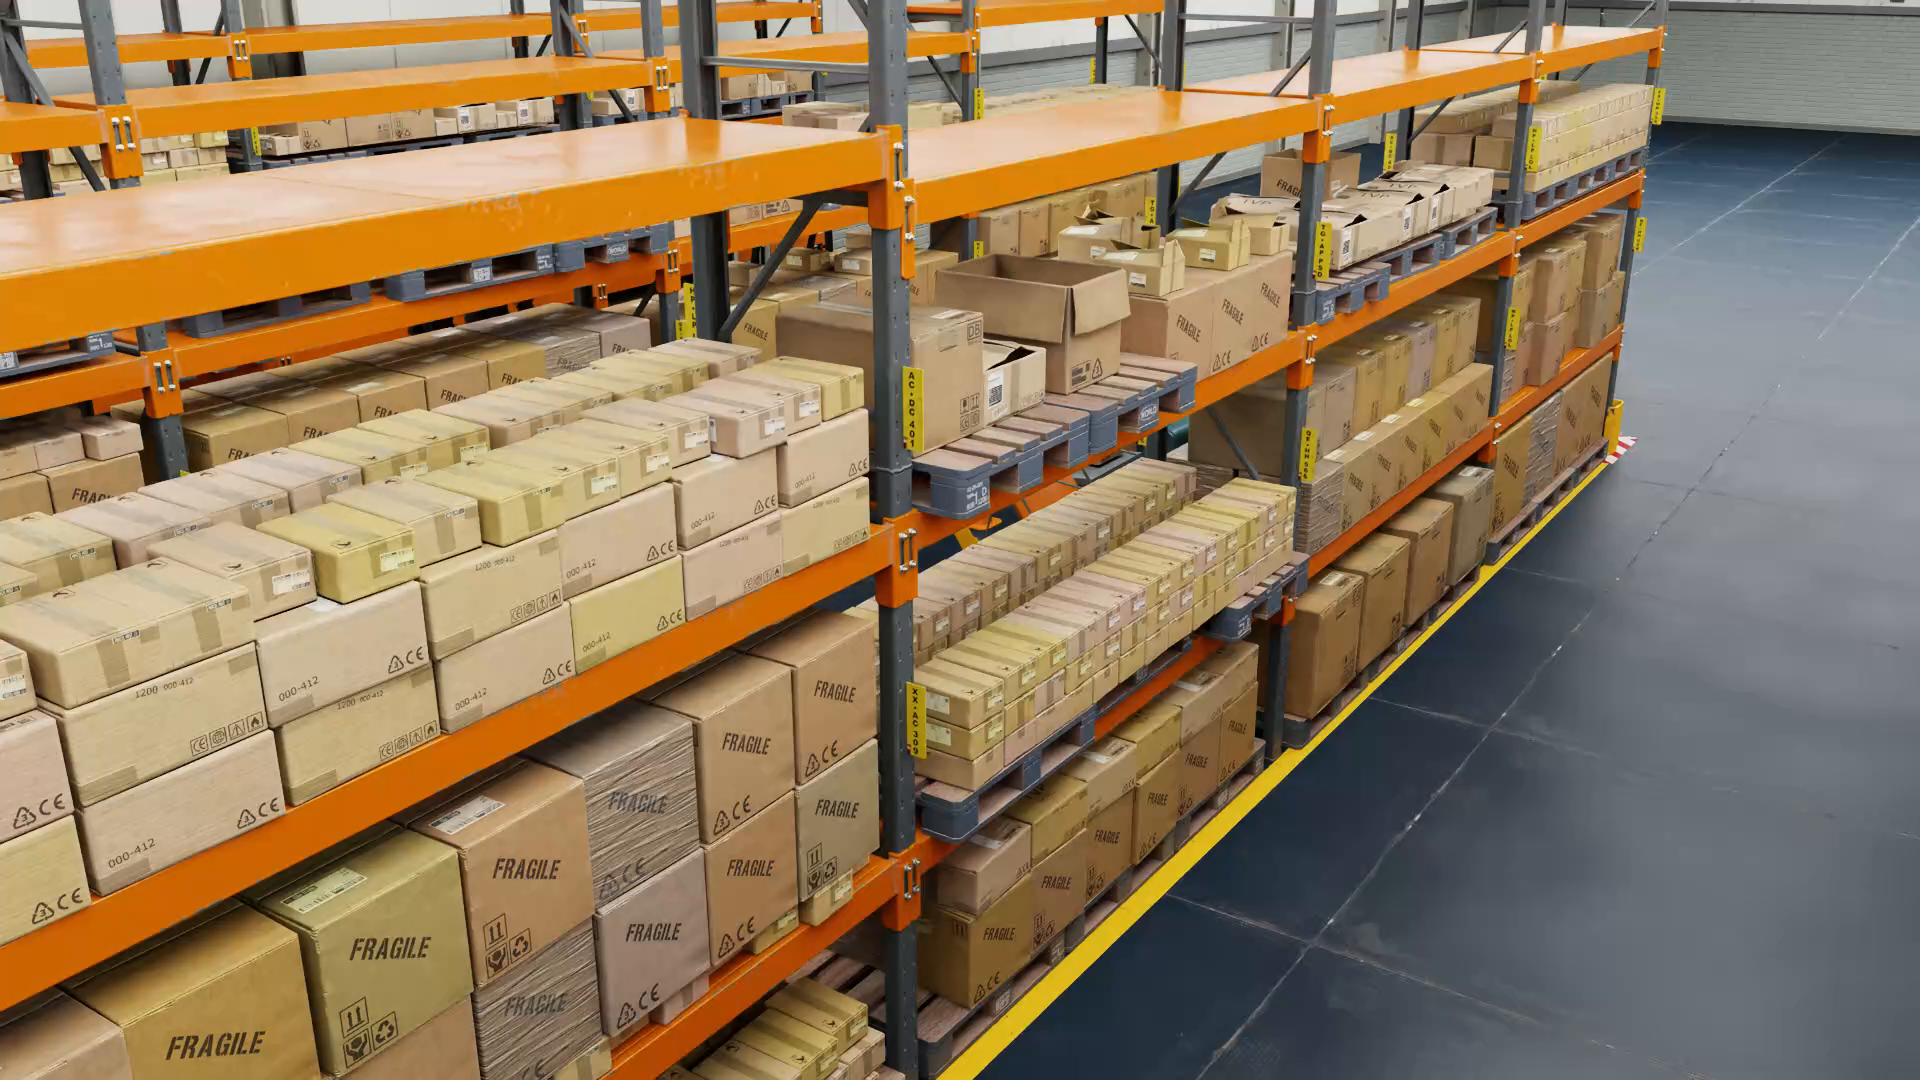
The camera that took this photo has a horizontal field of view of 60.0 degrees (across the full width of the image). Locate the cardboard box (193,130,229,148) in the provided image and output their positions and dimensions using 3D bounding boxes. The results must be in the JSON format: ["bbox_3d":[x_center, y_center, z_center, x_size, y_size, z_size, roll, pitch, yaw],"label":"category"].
[{"bbox_3d":[-6.593,-3.513,14.475,0.380,0.149,0.250,14,25,34],"label":"cardboard box"}]

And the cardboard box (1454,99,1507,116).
[{"bbox_3d":[4.373,-3.616,14.003,0.380,0.149,0.250,13,24,32],"label":"cardboard box"}]

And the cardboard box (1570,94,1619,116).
[{"bbox_3d":[5.487,-3.778,14.441,0.380,0.149,0.250,13,24,31],"label":"cardboard box"}]

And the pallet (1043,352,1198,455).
[{"bbox_3d":[0.381,-0.729,8.005,1.213,0.211,1.003,13,24,32],"label":"pallet"}]

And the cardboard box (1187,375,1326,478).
[{"bbox_3d":[1.874,-0.746,10.519,0.700,0.500,0.500,13,24,32],"label":"cardboard box"}]

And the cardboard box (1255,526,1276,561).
[{"bbox_3d":[1.564,-0.014,9.455,0.380,0.149,0.250,14,25,34],"label":"cardboard box"}]

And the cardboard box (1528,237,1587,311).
[{"bbox_3d":[5.020,-2.389,14.774,0.875,0.550,0.500,13,24,32],"label":"cardboard box"}]

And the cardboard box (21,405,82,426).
[{"bbox_3d":[-5.178,-0.672,9.384,0.380,0.149,0.250,13,24,31],"label":"cardboard box"}]

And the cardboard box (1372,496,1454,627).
[{"bbox_3d":[3.042,0.079,12.512,1.050,0.750,0.750,13,24,32],"label":"cardboard box"}]

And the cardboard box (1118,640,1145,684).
[{"bbox_3d":[0.696,0.567,8.314,0.380,0.149,0.250,13,24,31],"label":"cardboard box"}]

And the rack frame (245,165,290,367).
[{"bbox_3d":[-6.644,-2.006,15.513,1.000,3.000,0.127,13,24,32],"label":"rack frame"}]

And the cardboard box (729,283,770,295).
[{"bbox_3d":[-1.947,-1.903,14.055,0.500,0.500,0.500,11,23,28],"label":"cardboard box"}]

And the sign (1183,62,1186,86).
[{"bbox_3d":[2.408,-5.043,18.122,0.100,0.325,0.005,13,24,32],"label":"sign"}]

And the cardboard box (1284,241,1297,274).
[{"bbox_3d":[1.933,-1.700,9.975,0.380,0.149,0.250,12,24,30],"label":"cardboard box"}]

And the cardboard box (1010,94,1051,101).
[{"bbox_3d":[0.710,-4.505,17.157,0.380,0.149,0.250,14,24,33],"label":"cardboard box"}]

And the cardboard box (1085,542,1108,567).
[{"bbox_3d":[0.595,0.077,9.208,0.380,0.149,0.250,13,24,32],"label":"cardboard box"}]

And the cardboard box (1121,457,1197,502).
[{"bbox_3d":[1.191,-0.365,9.975,0.380,0.149,0.250,13,24,32],"label":"cardboard box"}]

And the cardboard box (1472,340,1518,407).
[{"bbox_3d":[4.060,-1.429,13.736,0.875,0.550,0.550,13,24,32],"label":"cardboard box"}]

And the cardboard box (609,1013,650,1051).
[{"bbox_3d":[-1.337,1.666,5.947,0.380,0.149,0.250,13,24,31],"label":"cardboard box"}]

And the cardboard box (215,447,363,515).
[{"bbox_3d":[-2.057,-0.155,5.106,0.380,0.149,0.250,13,24,30],"label":"cardboard box"}]

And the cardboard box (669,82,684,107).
[{"bbox_3d":[-3.310,-5.108,19.019,0.396,0.266,0.258,13,24,31],"label":"cardboard box"}]

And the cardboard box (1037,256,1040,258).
[{"bbox_3d":[0.452,-2.594,16.528,0.500,0.500,0.500,13,24,32],"label":"cardboard box"}]

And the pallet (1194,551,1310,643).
[{"bbox_3d":[1.301,0.212,9.791,1.213,0.211,1.003,13,24,32],"label":"pallet"}]

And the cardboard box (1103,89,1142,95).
[{"bbox_3d":[1.709,-4.700,17.683,0.380,0.149,0.250,13,24,31],"label":"cardboard box"}]

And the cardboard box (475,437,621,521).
[{"bbox_3d":[-1.291,-0.194,5.211,0.380,0.149,0.250,13,24,31],"label":"cardboard box"}]

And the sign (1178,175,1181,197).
[{"bbox_3d":[2.408,-3.912,18.540,0.100,0.325,0.005,13,24,32],"label":"sign"}]

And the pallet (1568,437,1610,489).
[{"bbox_3d":[5.726,-0.846,16.395,1.003,0.211,1.213,13,24,32],"label":"pallet"}]

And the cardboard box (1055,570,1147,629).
[{"bbox_3d":[0.693,0.292,8.198,0.380,0.149,0.250,14,25,34],"label":"cardboard box"}]

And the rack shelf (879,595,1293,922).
[{"bbox_3d":[0.489,0.808,8.941,1.077,0.370,4.000,13,24,32],"label":"rack shelf"}]

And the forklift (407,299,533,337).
[{"bbox_3d":[-3.738,-1.391,13.947,1.130,2.935,3.031,13,24,32],"label":"forklift"}]

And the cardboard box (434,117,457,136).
[{"bbox_3d":[-5.196,-4.091,16.437,0.380,0.149,0.250,13,24,31],"label":"cardboard box"}]

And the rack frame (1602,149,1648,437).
[{"bbox_3d":[6.111,-2.398,16.572,1.000,3.000,0.127,13,24,32],"label":"rack frame"}]

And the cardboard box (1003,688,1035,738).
[{"bbox_3d":[0.111,0.728,7.449,0.380,0.149,0.250,13,24,31],"label":"cardboard box"}]

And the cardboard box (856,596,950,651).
[{"bbox_3d":[-0.274,0.382,7.954,0.380,0.149,0.250,12,24,30],"label":"cardboard box"}]

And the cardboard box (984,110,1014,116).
[{"bbox_3d":[0.280,-3.957,15.675,0.380,0.149,0.250,14,25,33],"label":"cardboard box"}]

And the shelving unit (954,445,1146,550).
[{"bbox_3d":[0.739,-0.529,13.899,1.500,0.587,1.083,-29,1,37],"label":"shelving unit"}]

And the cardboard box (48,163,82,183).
[{"bbox_3d":[-7.390,-3.017,13.563,0.380,0.149,0.250,14,25,33],"label":"cardboard box"}]

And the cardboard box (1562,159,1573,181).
[{"bbox_3d":[4.774,-3.040,13.595,0.380,0.149,0.250,13,24,31],"label":"cardboard box"}]

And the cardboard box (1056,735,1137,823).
[{"bbox_3d":[0.586,1.209,8.737,0.500,0.250,0.500,14,25,34],"label":"cardboard box"}]

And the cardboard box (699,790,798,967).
[{"bbox_3d":[-0.966,1.201,6.269,0.500,0.500,0.500,13,24,30],"label":"cardboard box"}]

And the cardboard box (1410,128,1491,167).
[{"bbox_3d":[3.926,-3.162,13.351,0.500,0.250,0.500,13,24,31],"label":"cardboard box"}]

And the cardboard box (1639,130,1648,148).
[{"bbox_3d":[6.204,-3.770,15.569,0.380,0.149,0.250,13,24,32],"label":"cardboard box"}]

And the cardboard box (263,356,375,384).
[{"bbox_3d":[-4.156,-0.876,10.872,0.500,0.500,0.500,14,25,33],"label":"cardboard box"}]

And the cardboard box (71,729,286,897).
[{"bbox_3d":[-2.120,0.627,4.287,0.500,0.250,0.500,14,25,34],"label":"cardboard box"}]

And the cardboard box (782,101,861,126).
[{"bbox_3d":[-1.220,-3.721,14.713,0.500,0.250,0.500,13,24,31],"label":"cardboard box"}]

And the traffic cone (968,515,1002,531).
[{"bbox_3d":[0.172,-0.368,14.741,0.336,0.463,0.334,13,24,32],"label":"traffic cone"}]

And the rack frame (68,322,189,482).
[{"bbox_3d":[-4.786,0.108,9.796,1.000,3.000,0.127,13,24,32],"label":"rack frame"}]

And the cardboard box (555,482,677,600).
[{"bbox_3d":[-1.276,-0.047,5.387,0.500,0.250,0.500,14,25,34],"label":"cardboard box"}]

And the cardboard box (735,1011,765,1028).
[{"bbox_3d":[-1.104,2.087,7.522,0.380,0.149,0.250,15,25,34],"label":"cardboard box"}]

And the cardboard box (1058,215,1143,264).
[{"bbox_3d":[0.758,-1.625,8.910,0.396,0.266,0.258,13,24,32],"label":"cardboard box"}]

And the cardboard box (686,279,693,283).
[{"bbox_3d":[-2.997,-3.047,20.242,0.500,0.250,0.500,13,24,31],"label":"cardboard box"}]

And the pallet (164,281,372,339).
[{"bbox_3d":[-4.311,-1.481,10.046,0.805,0.209,1.217,12,24,30],"label":"pallet"}]

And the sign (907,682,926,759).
[{"bbox_3d":[-0.182,0.742,6.834,0.100,0.325,0.005,13,24,32],"label":"sign"}]

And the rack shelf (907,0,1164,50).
[{"bbox_3d":[0.836,-5.236,16.637,1.077,0.370,4.000,13,24,32],"label":"rack shelf"}]

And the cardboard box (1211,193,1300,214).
[{"bbox_3d":[1.953,-2.070,10.741,0.500,0.311,0.500,13,24,32],"label":"cardboard box"}]
